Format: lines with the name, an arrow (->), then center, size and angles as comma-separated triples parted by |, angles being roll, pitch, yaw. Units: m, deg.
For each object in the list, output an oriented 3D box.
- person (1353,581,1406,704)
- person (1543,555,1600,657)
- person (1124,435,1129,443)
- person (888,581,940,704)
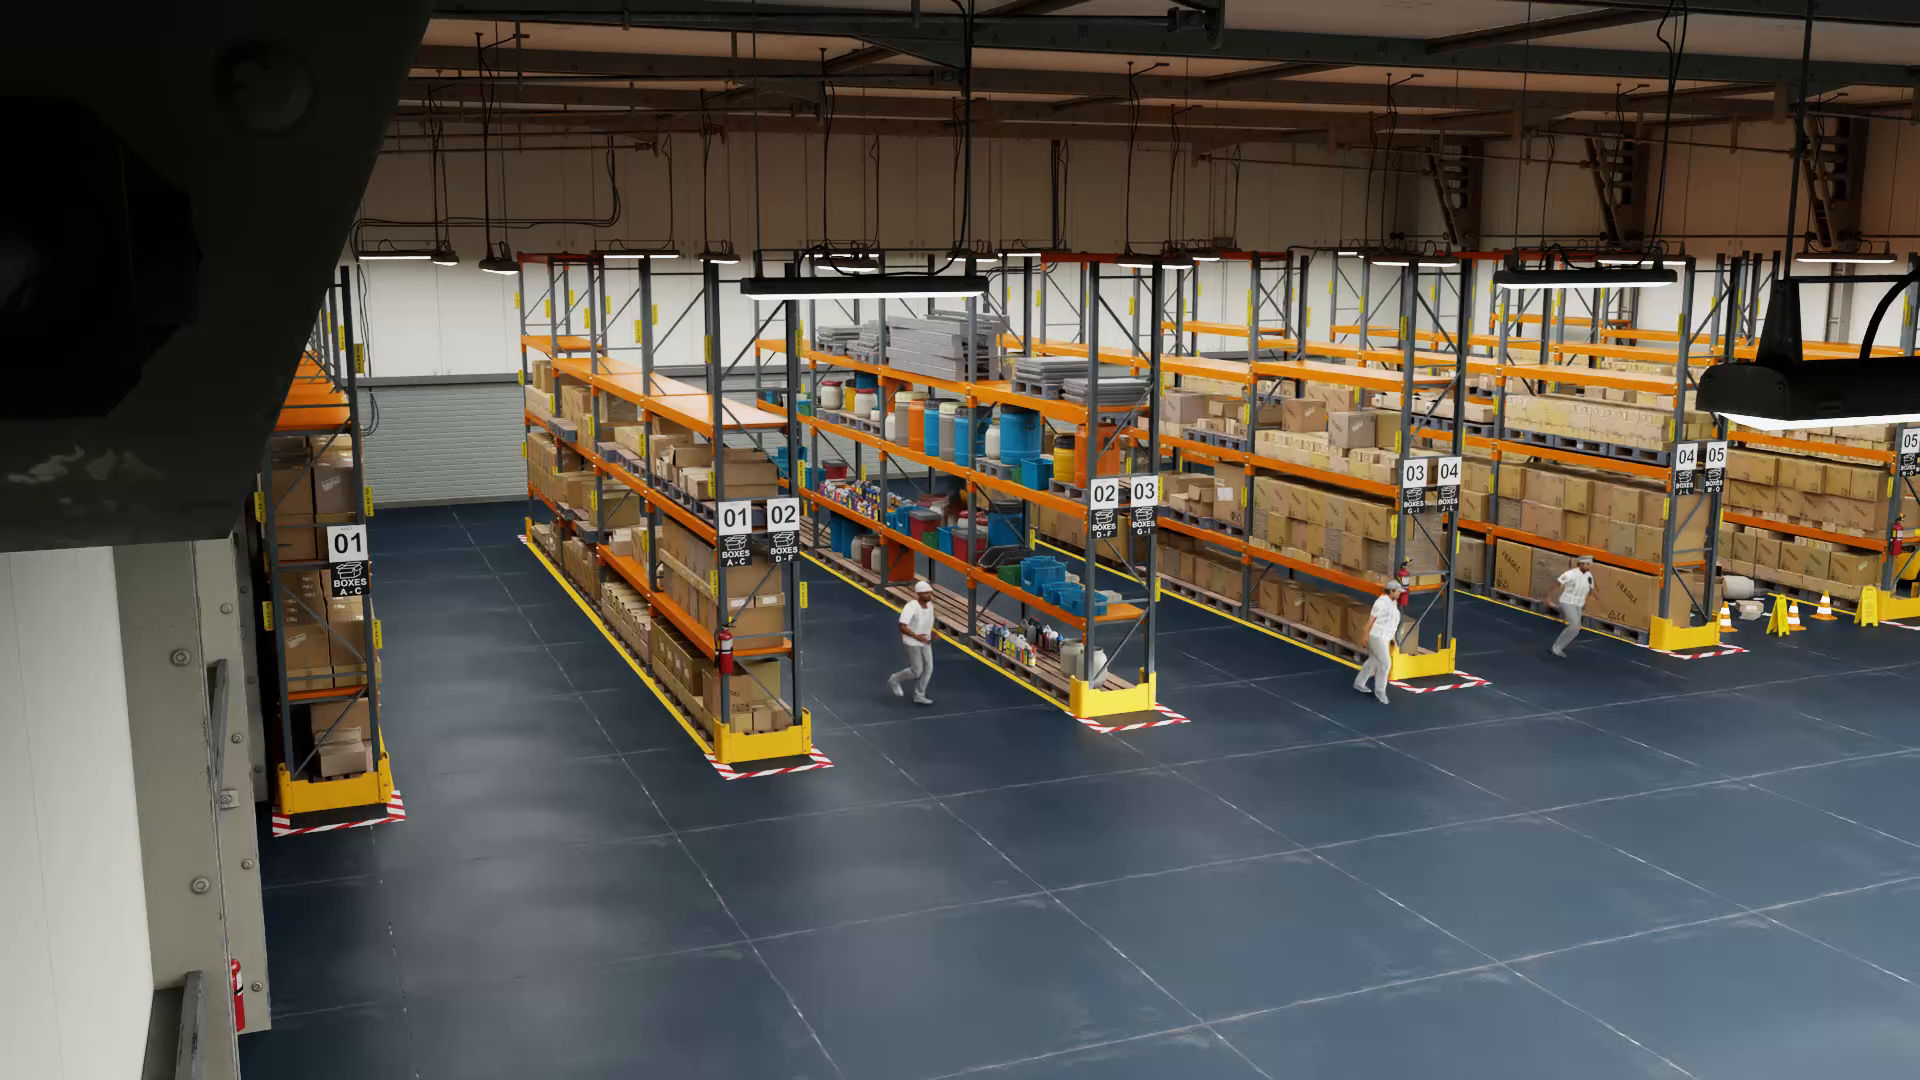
person -> 5.787, 1.373, 23.076 | 0.663, 1.657, 0.589 | 8, 13, 36
person -> 9.356, 1.018, 25.232 | 0.764, 1.581, 0.629 | -7, 12, -32
person -> 3.867, -1.644, 39.208 | 0.703, 1.829, 0.706 | -2, 11, -13
person -> -0.636, 1.389, 22.758 | 0.761, 1.714, 0.701 | 8, 13, 37
